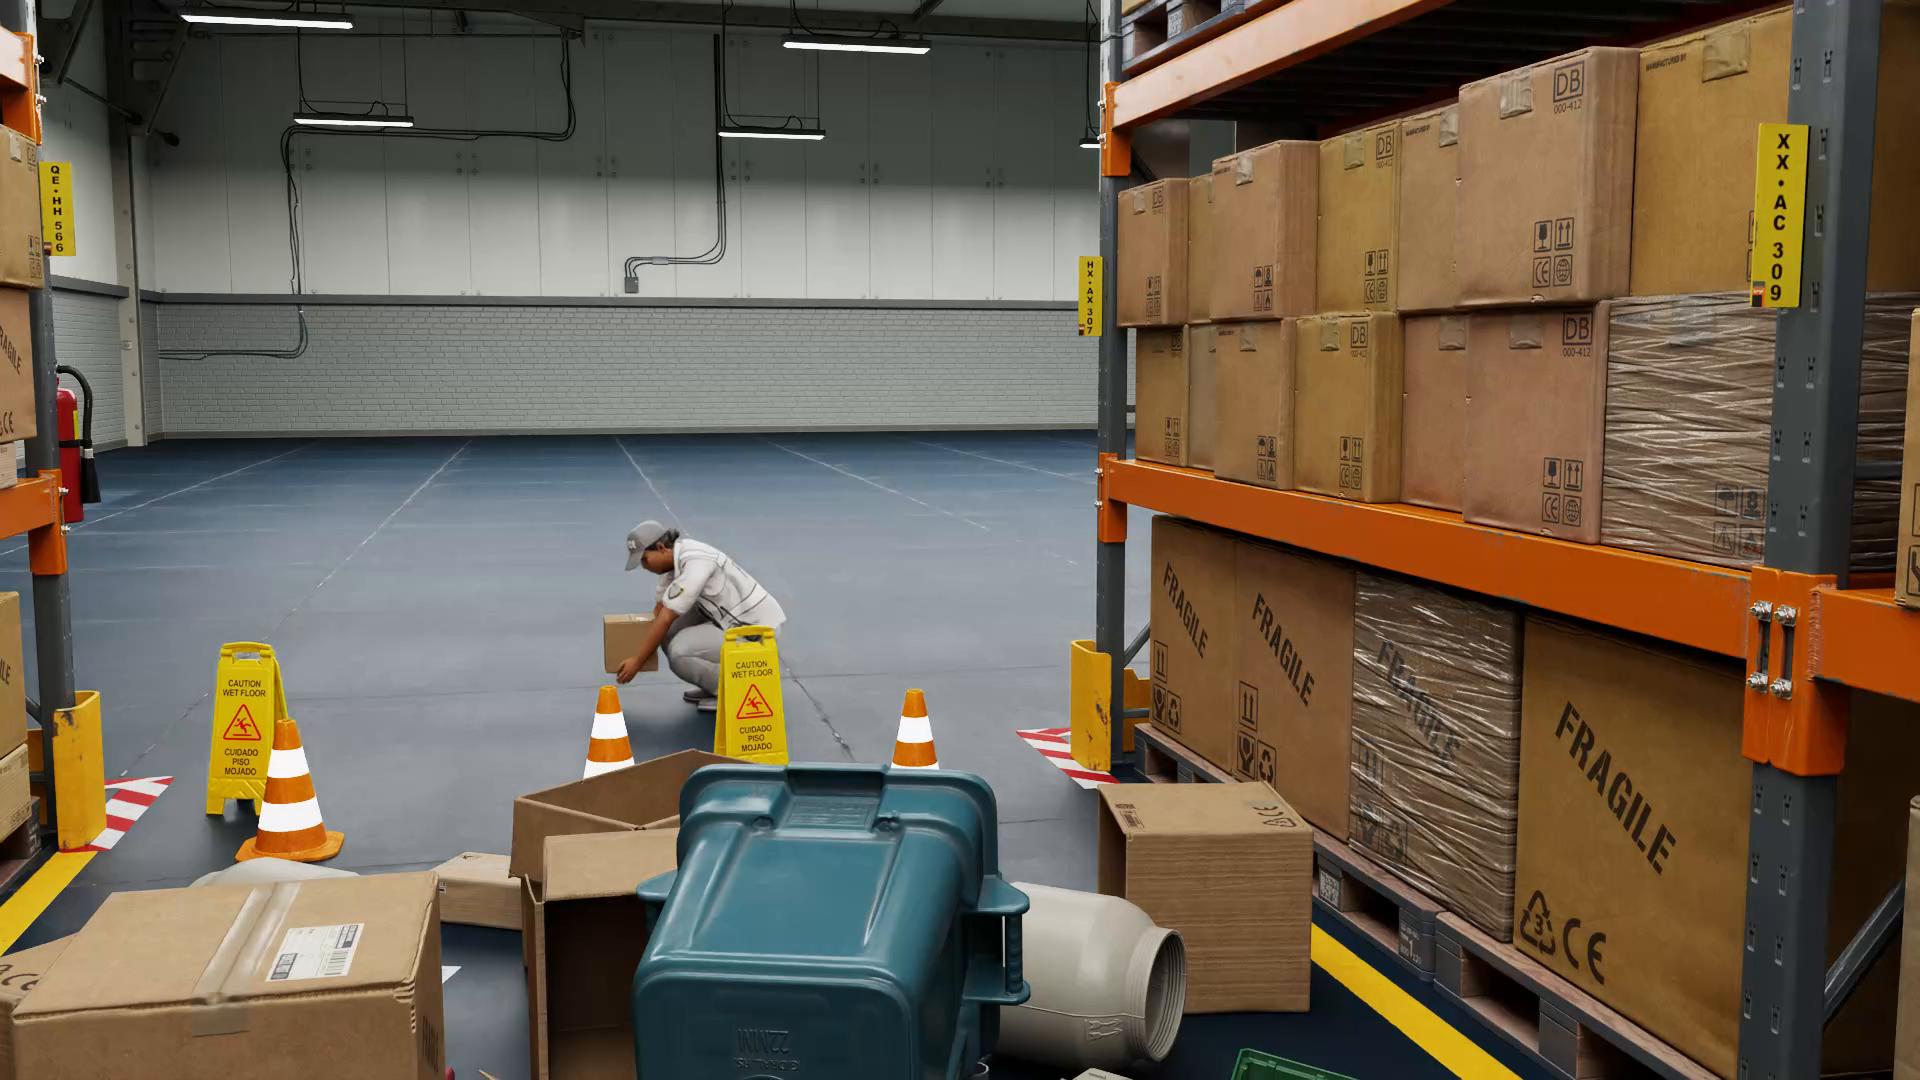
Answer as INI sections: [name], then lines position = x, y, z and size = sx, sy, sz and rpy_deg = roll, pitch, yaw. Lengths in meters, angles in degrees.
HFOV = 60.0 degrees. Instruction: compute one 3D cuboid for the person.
[person]
position = -1.289, 0.365, 8.250
size = 0.842, 0.939, 0.525
rpy_deg = -2, 6, -14
